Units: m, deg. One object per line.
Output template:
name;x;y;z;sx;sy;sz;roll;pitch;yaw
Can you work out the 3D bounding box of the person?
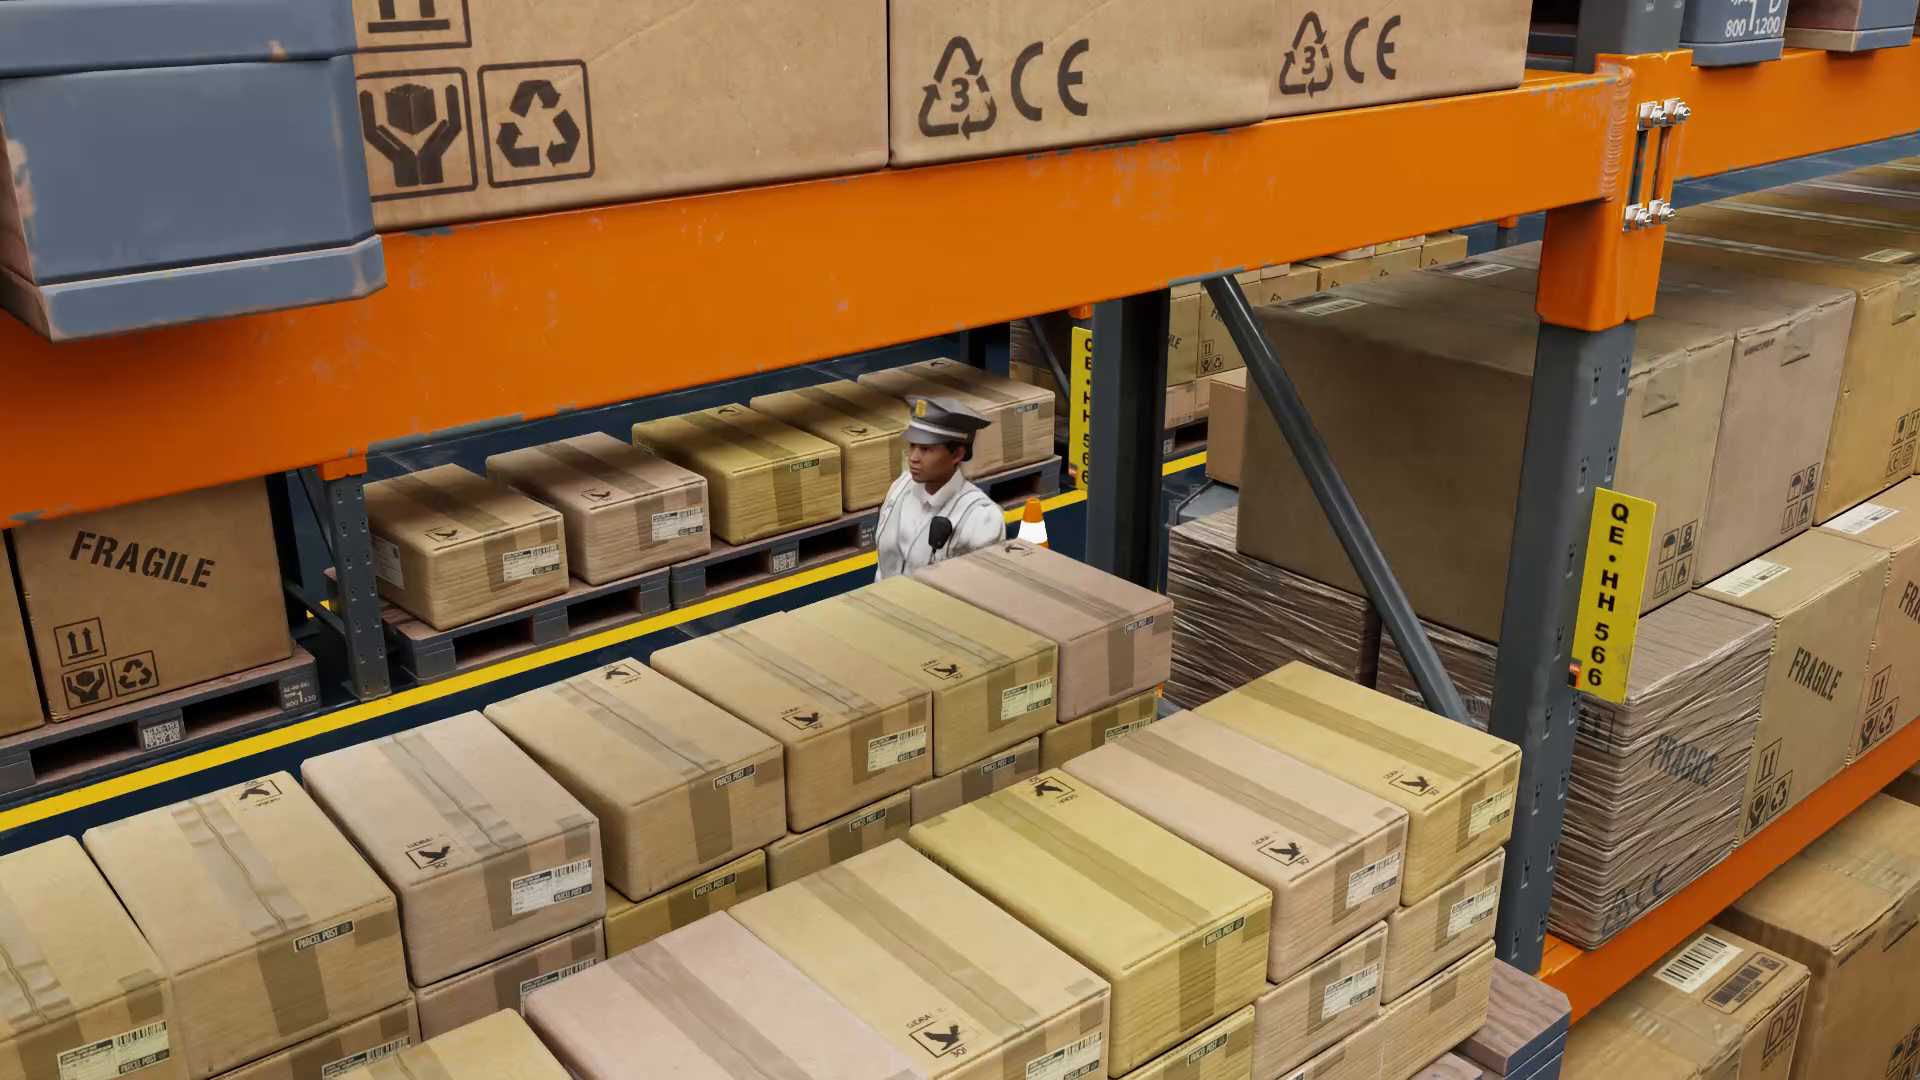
person;-0.013;0.316;5.207;0.781;1.653;0.509;-18;27;-38
